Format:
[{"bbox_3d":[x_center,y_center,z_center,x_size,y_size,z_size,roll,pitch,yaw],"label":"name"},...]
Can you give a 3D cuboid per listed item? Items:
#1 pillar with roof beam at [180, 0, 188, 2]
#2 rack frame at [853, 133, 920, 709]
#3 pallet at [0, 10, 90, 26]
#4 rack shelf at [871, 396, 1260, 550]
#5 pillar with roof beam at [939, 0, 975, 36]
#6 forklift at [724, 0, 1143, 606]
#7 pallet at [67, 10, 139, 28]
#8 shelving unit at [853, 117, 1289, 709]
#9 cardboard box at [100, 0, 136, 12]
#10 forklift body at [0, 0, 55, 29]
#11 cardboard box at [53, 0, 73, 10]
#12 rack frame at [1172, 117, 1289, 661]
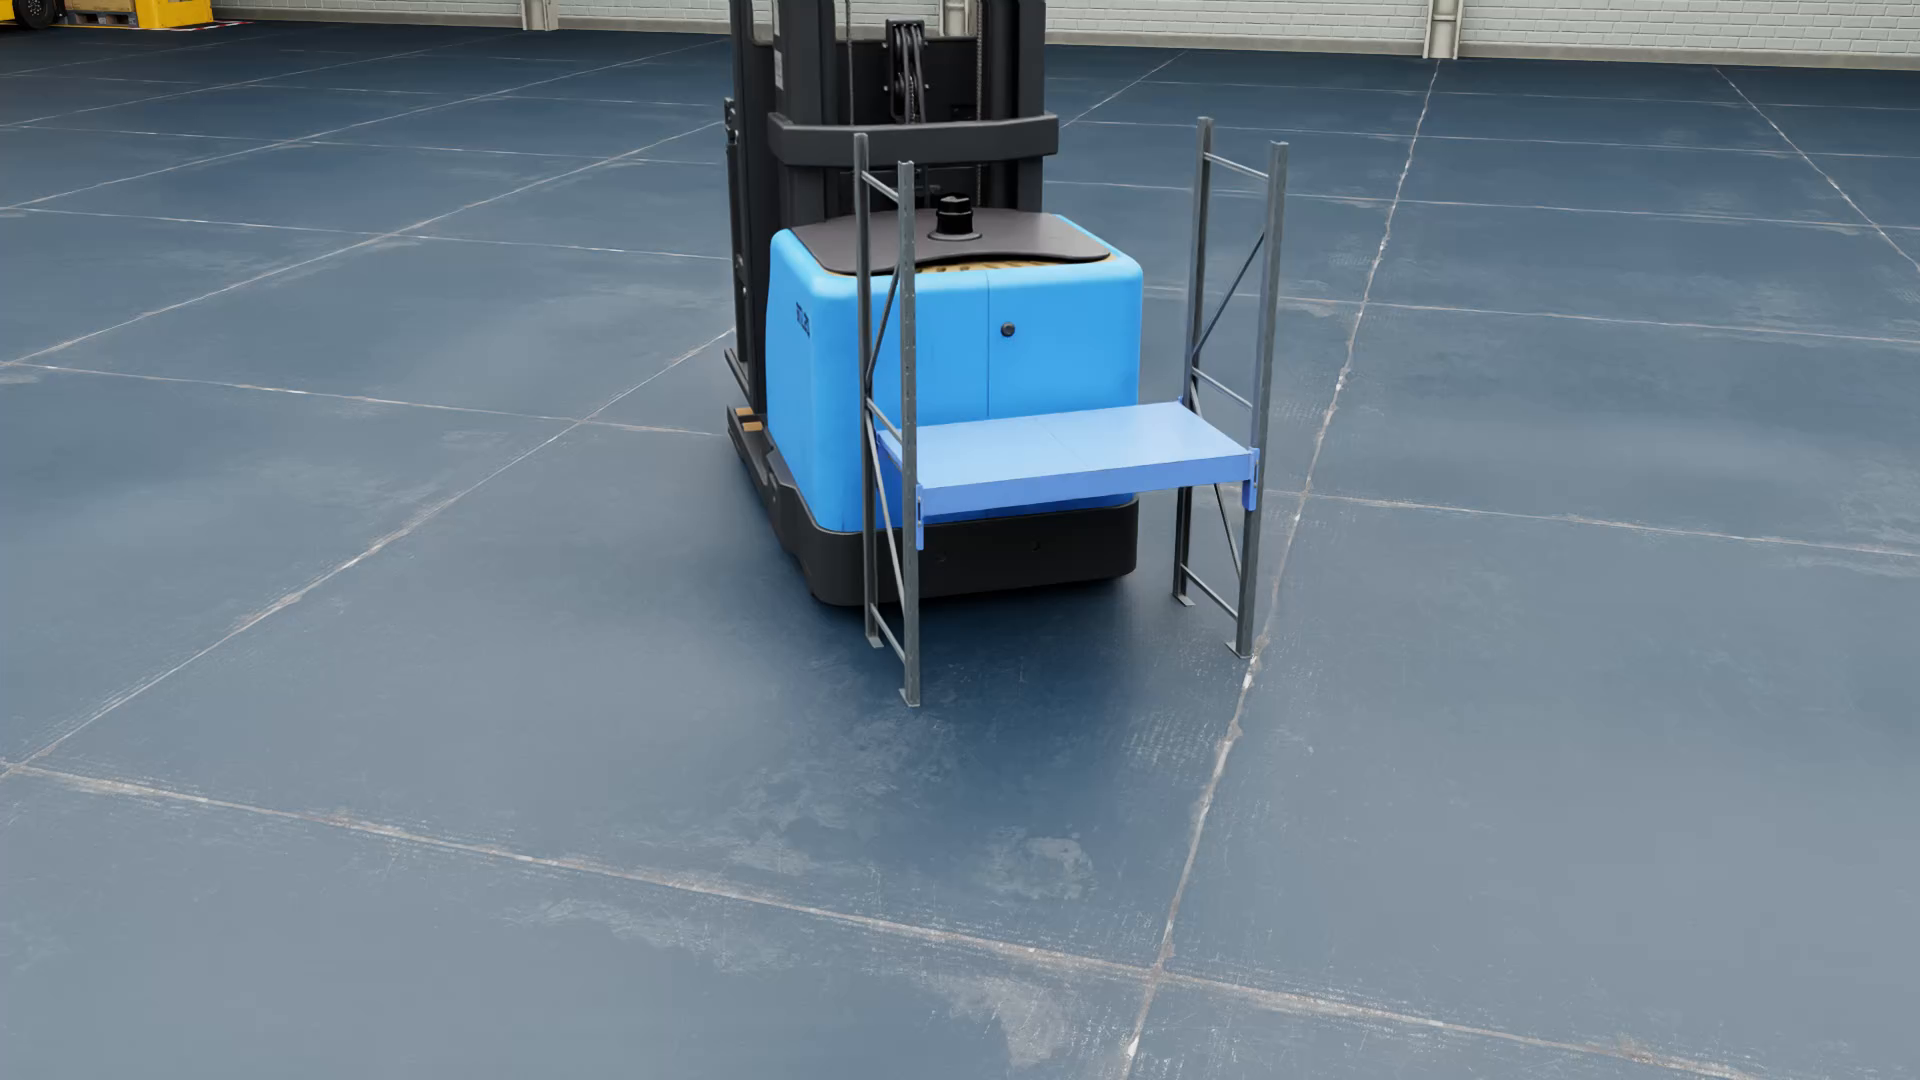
[{"bbox_3d":[-12.769,-10.309,19.043,0.400,9.000,9.100,7,23,16],"label":"pillar with roof beam"},{"bbox_3d":[-0.200,-0.316,4.563,0.032,1.500,0.500,-7,23,-16],"label":"rack frame"},{"bbox_3d":[-13.028,-7.606,24.035,1.213,0.211,1.003,7,23,15],"label":"pallet"},{"bbox_3d":[0.285,-0.206,4.771,1.000,0.185,0.538,-7,23,-16],"label":"rack shelf"},{"bbox_3d":[-1.281,-8.993,15.836,0.400,9.000,9.100,7,23,16],"label":"pillar with roof beam"},{"bbox_3d":[-0.307,-1.683,6.012,1.130,2.935,3.031,-6,23,-14],"label":"forklift"},{"bbox_3d":[-11.864,-7.472,23.707,1.213,0.211,1.003,7,23,16],"label":"pallet"},{"bbox_3d":[0.285,-0.373,4.703,1.048,1.500,0.538,-7,23,-16],"label":"shelving unit"},{"bbox_3d":[-11.660,-7.552,23.299,0.500,0.250,0.500,7,23,16],"label":"cardboard box"},{"bbox_3d":[-13.462,-7.846,22.063,1.214,2.155,2.313,7,23,16],"label":"forklift body"},{"bbox_3d":[-12.610,-7.668,23.582,0.500,0.250,0.500,7,23,16],"label":"cardboard box"},{"bbox_3d":[0.770,-0.430,4.843,0.032,1.500,0.500,-7,23,-16],"label":"rack frame"}]
